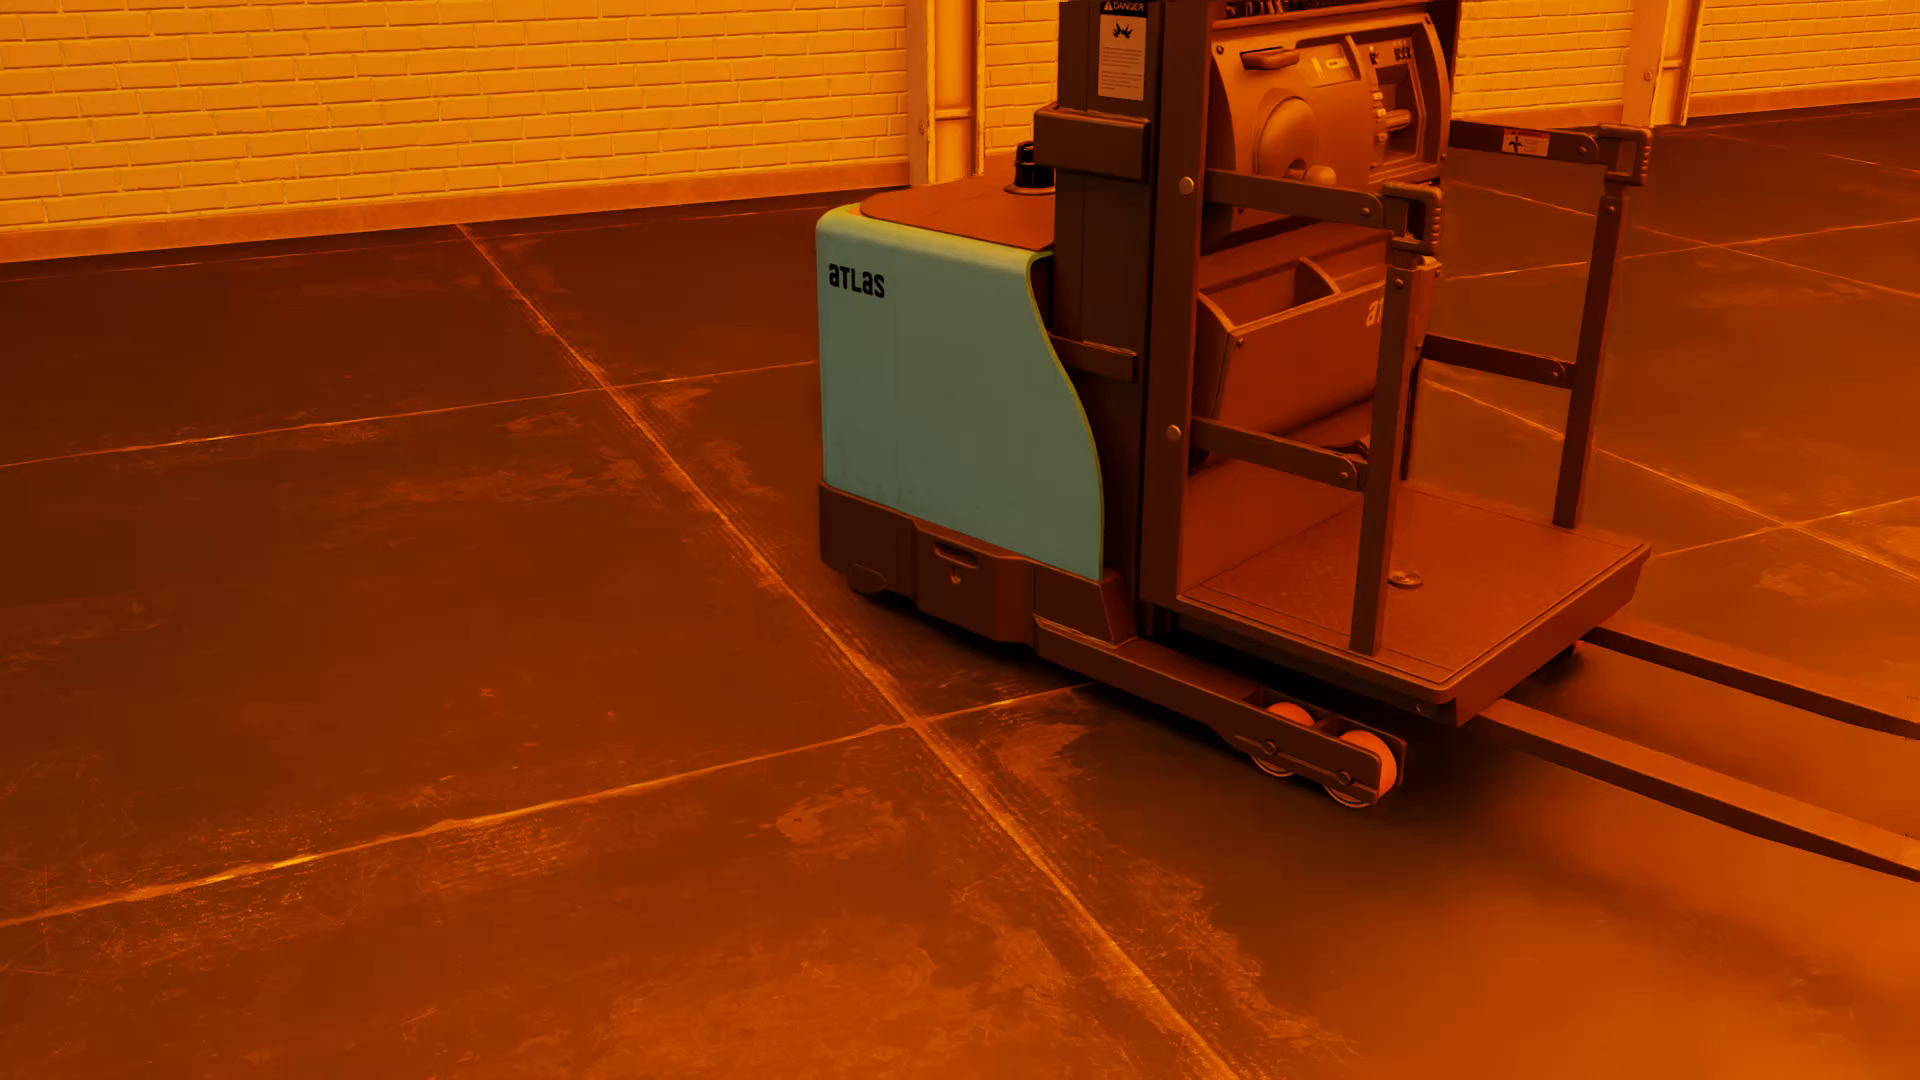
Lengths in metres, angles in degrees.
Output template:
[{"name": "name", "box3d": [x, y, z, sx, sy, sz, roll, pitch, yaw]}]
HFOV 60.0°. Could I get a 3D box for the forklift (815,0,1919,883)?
[{"name": "forklift", "box3d": [1.017, -0.988, 3.664, 3.031, 2.935, 1.130, 20, 30, 39]}]
